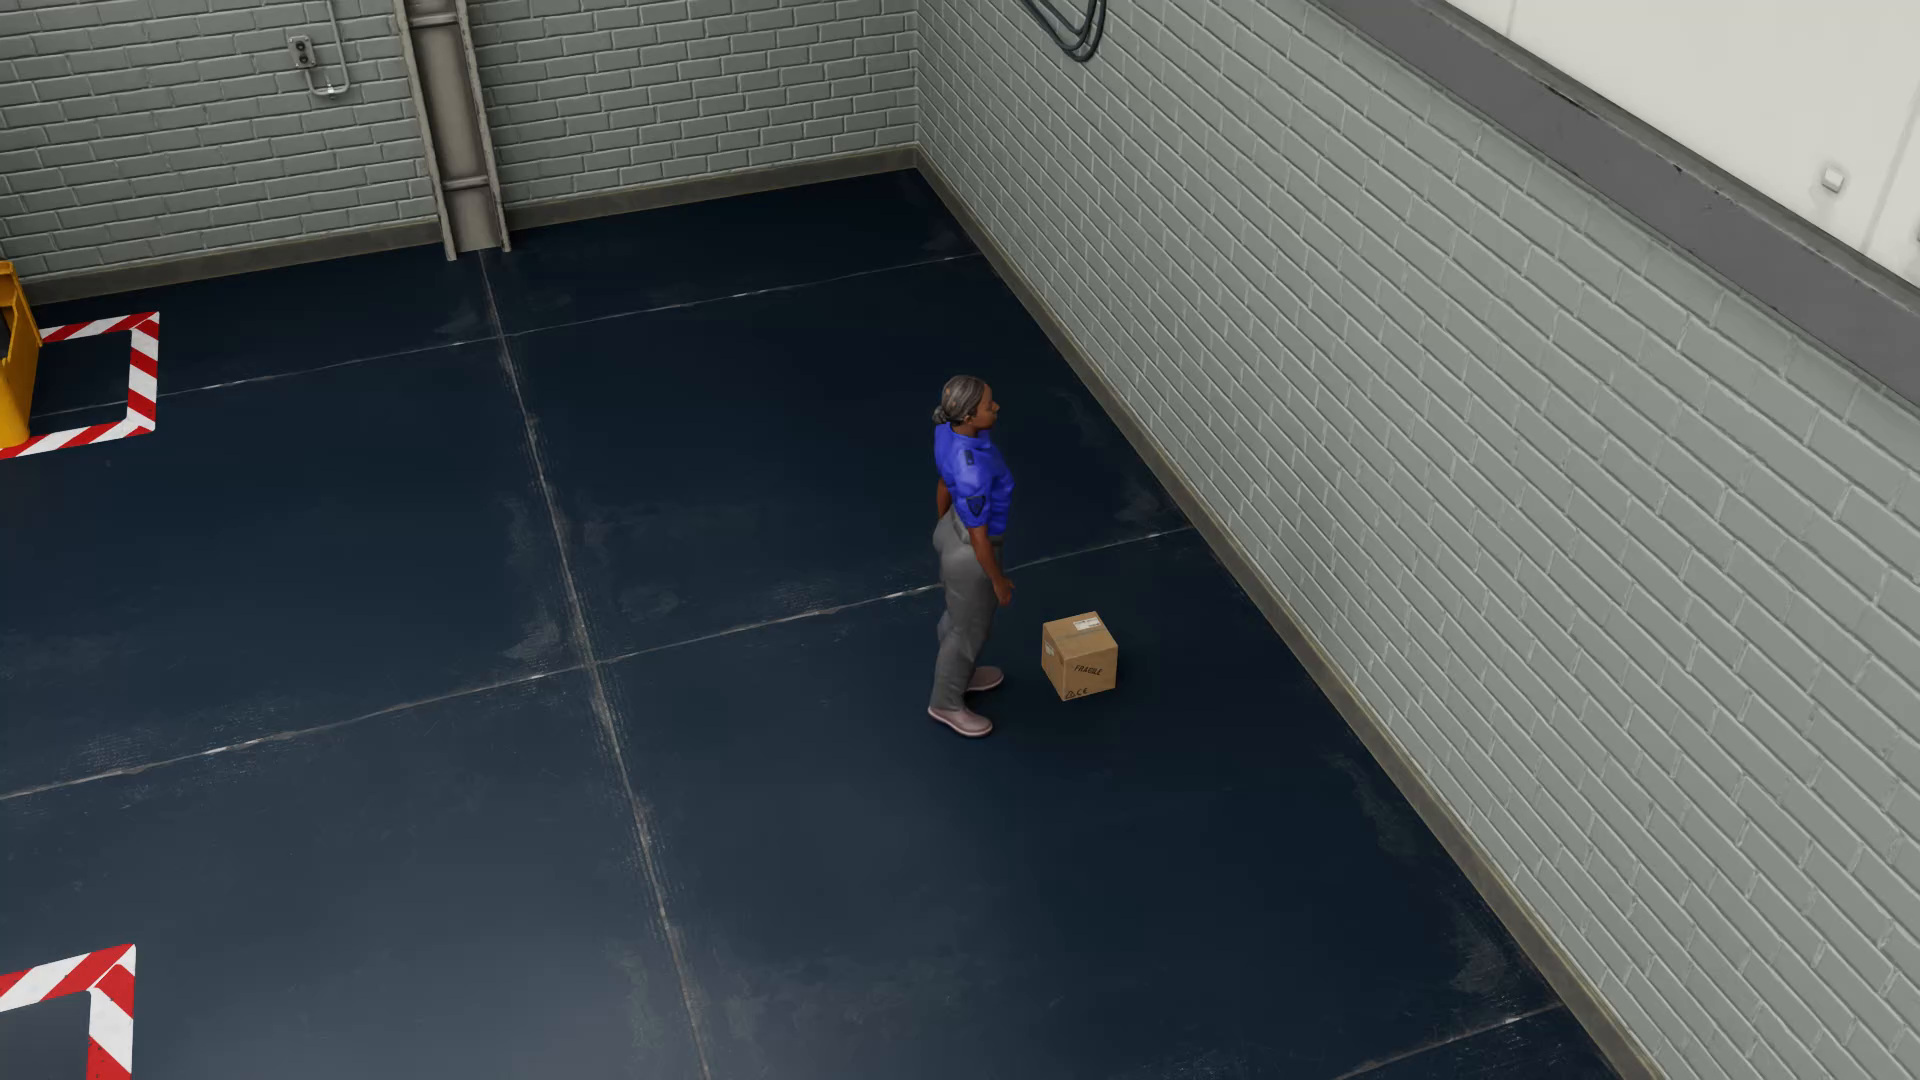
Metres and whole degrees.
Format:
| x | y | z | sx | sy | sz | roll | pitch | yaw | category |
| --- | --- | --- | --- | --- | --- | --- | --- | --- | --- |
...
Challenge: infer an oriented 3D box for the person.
| x | y | z | sx | sy | sz | roll | pitch | yaw | category |
| --- | --- | --- | --- | --- | --- | --- | --- | --- | --- |
| 0.033 | 0.051 | 6.696 | 0.374 | 1.658 | 0.479 | -8 | 39 | -10 | person |
